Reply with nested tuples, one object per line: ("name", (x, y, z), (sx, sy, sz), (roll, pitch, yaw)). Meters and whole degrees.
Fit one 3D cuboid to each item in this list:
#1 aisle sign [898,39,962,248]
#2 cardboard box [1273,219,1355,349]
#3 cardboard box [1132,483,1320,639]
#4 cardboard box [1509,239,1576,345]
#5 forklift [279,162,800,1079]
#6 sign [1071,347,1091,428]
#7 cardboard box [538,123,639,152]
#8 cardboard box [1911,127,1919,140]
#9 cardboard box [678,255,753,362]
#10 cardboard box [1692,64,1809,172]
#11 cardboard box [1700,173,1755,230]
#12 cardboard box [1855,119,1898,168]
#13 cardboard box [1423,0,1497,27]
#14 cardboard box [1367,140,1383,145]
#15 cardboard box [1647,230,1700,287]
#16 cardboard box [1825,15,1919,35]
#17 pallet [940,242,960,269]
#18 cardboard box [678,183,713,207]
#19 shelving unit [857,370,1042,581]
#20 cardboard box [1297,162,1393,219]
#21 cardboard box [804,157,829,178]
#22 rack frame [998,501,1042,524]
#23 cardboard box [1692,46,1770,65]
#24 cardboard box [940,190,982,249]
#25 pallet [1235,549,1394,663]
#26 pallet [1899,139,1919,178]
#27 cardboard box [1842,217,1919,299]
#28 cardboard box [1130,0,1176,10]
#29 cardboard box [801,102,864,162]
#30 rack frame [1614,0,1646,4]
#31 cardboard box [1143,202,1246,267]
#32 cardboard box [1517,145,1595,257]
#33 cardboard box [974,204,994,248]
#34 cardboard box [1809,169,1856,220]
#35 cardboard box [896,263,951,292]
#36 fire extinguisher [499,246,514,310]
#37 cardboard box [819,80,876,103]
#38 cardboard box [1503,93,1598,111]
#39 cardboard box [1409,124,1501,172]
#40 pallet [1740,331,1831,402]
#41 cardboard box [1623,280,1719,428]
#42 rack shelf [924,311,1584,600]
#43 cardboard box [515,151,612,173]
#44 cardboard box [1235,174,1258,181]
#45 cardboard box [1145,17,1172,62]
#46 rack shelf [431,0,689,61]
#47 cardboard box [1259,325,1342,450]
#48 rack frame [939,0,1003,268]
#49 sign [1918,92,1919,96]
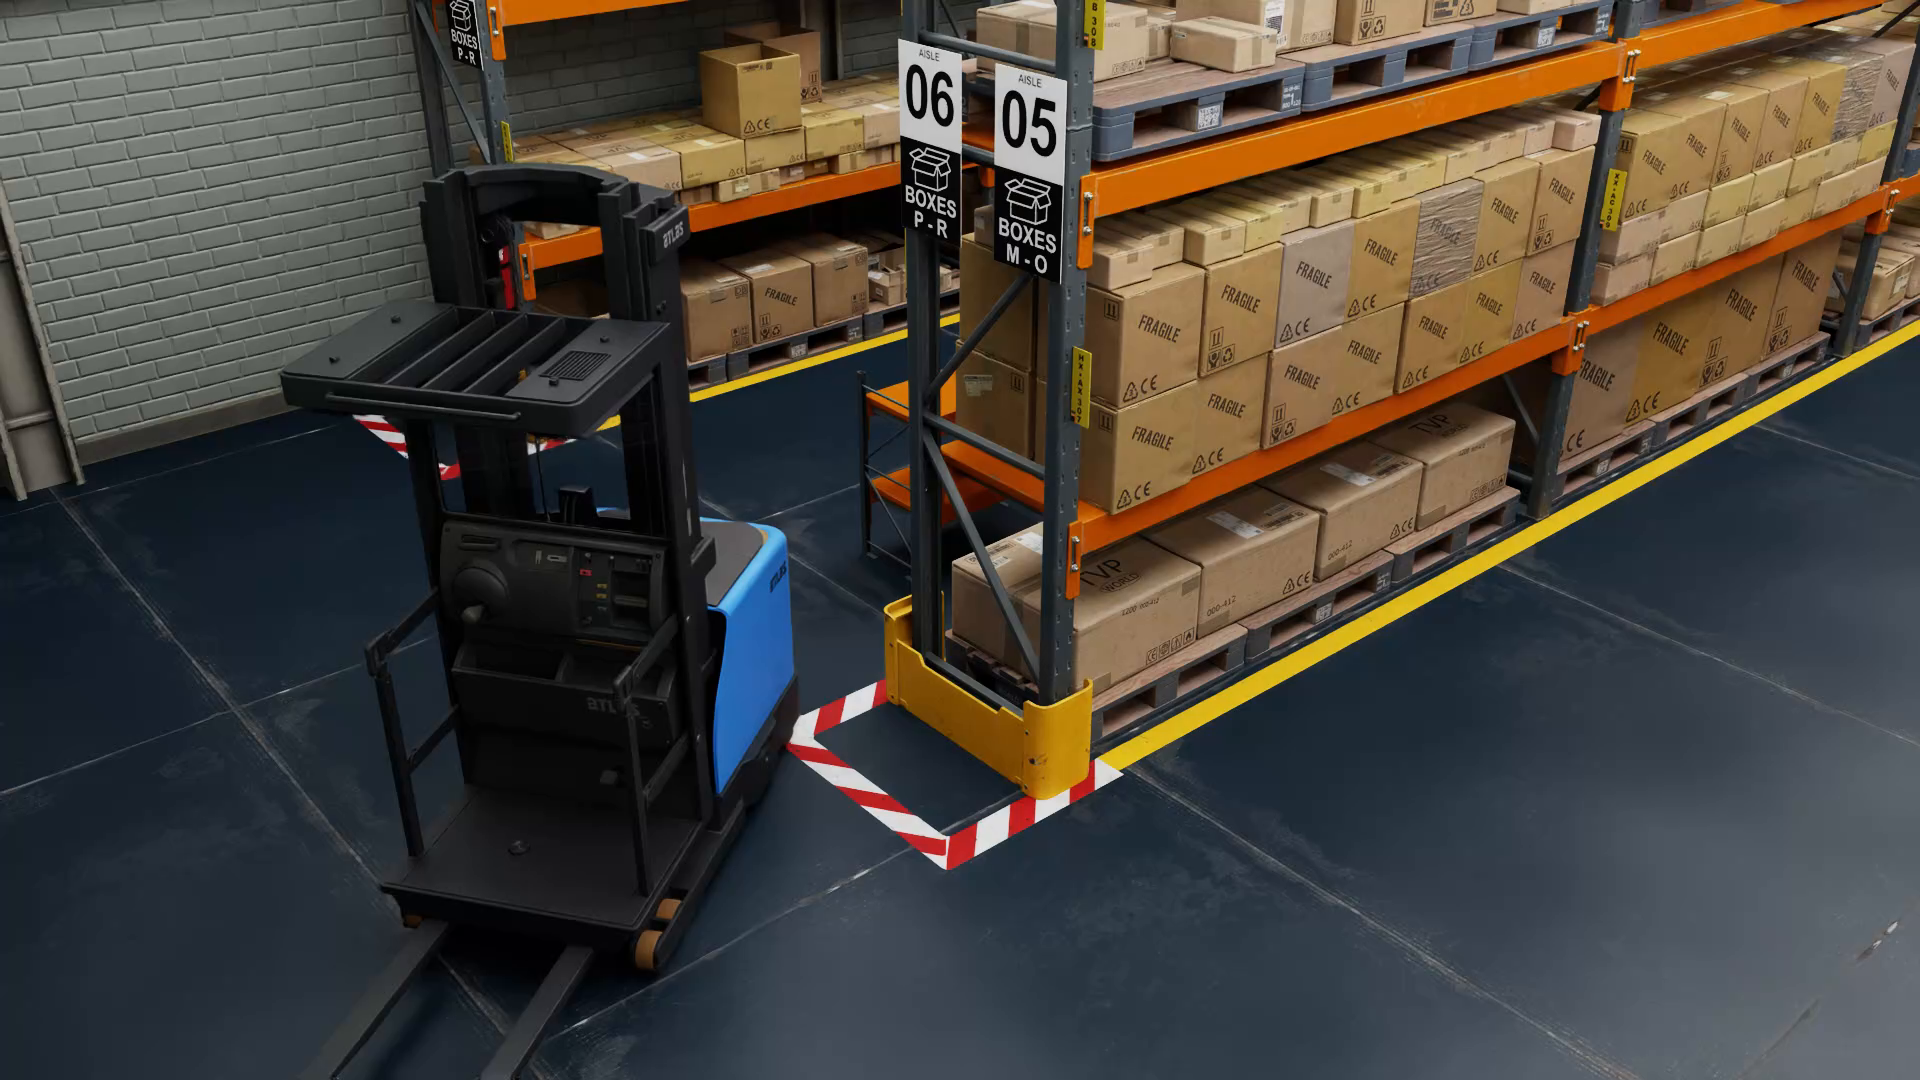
("aisle sign", (-0.123, -1.635, 6.869), (0.004, 0.787, 0.394), (-22, 35, -35))
("cardboard box", (1.458, -1.250, 7.740), (0.500, 0.500, 0.500), (-22, 35, -35))
("cardboard box", (1.261, 0.025, 8.794), (0.875, 0.438, 0.875), (-21, 34, -34))
("cardboard box", (2.989, -1.434, 9.144), (0.500, 0.500, 0.500), (-22, 35, -34))
("forklift", (-1.628, 0.211, 6.246), (1.130, 2.935, 3.031), (7, 29, 12))
("sign", (0.488, -0.615, 6.716), (0.005, 0.325, 0.100), (-22, 35, -35))
("cardboard box", (-2.521, -2.636, 11.344), (0.500, 0.250, 0.500), (-22, 35, -35))
("cardboard box", (6.824, -3.028, 12.055), (0.250, 0.149, 0.380), (-24, 37, -38))
("cardboard box", (-1.889, -1.662, 11.883), (0.500, 0.500, 0.700), (-20, 34, -33))
("cardboard box", (4.839, -2.618, 10.300), (0.500, 0.500, 0.500), (-23, 35, -36))
("cardboard box", (4.473, -2.125, 10.173), (0.500, 0.250, 0.500), (-21, 35, -34))
("cardboard box", (6.015, -2.762, 11.364), (0.500, 0.250, 0.500), (-22, 35, -35))
("cardboard box", (2.171, -2.797, 7.957), (0.637, 0.503, 0.797), (-19, 33, -31))
("cardboard box", (1.966, -2.088, 8.620), (0.250, 0.149, 0.380), (-23, 36, -36))
("cardboard box", (4.075, -1.756, 10.012), (0.500, 0.250, 0.500), (-23, 36, -36))
("cardboard box", (6.770, -3.608, 12.452), (0.500, 0.500, 0.500), (-23, 35, -36))
("pallet", (0.546, -2.434, 14.081), (1.213, 0.211, 1.003), (-22, 35, -35))
("cardboard box", (-1.892, -2.395, 11.316), (0.250, 0.149, 0.380), (-21, 35, -34))
("shelving unit", (-0.005, -0.494, 9.481), (1.048, 1.125, 0.538), (-22, 35, -35))
("cardboard box", (1.790, -1.639, 7.780), (0.250, 0.149, 0.380), (-23, 36, -36))
("cardboard box", (-1.156, -2.730, 11.942), (0.250, 0.149, 0.380), (-21, 35, -34))
("rack frame", (0.382, -0.650, 9.772), (0.032, 1.125, 0.500), (-22, 35, -35))
("cardboard box", (4.910, -2.961, 10.941), (0.500, 0.500, 0.500), (-21, 34, -34))
("cardboard box", (0.133, -2.741, 13.903), (0.500, 0.500, 0.500), (-22, 35, -35))
("pallet", (1.618, 0.187, 9.177), (1.213, 0.211, 1.003), (-22, 35, -35))
("pallet", (6.692, -3.018, 12.419), (1.003, 0.211, 1.213), (-22, 35, -35))
("cardboard box", (7.211, -2.271, 13.159), (0.625, 0.372, 0.950), (-23, 36, -36))
("cardboard box", (1.873, -4.290, 14.041), (0.637, 0.503, 0.797), (-23, 36, -36))
("cardboard box", (-1.037, -2.917, 11.870), (0.500, 0.250, 0.500), (-22, 35, -35))
("rack frame", (3.176, -4.269, 8.191), (0.127, 3.000, 1.000), (-22, 35, -35))
("cardboard box", (1.008, -1.324, 7.190), (0.250, 0.149, 0.380), (-21, 34, -33))
("cardboard box", (2.996, -1.865, 8.890), (0.500, 0.500, 0.500), (-22, 35, -35))
("cardboard box", (0.276, -1.352, 7.243), (0.250, 0.149, 0.380), (-21, 35, -34))
("cardboard box", (5.624, -2.371, 11.163), (0.500, 0.250, 0.500), (-21, 35, -34))
("cardboard box", (-0.282, -2.054, 12.990), (0.250, 0.149, 0.380), (-23, 36, -36))
("fire extinguisher", (-2.904, -1.769, 10.355), (0.183, 0.674, 0.296), (-22, 35, -35))
("cardboard box", (-0.978, -3.256, 12.504), (0.500, 0.250, 0.500), (-22, 35, -35))
("cardboard box", (3.353, -2.335, 9.770), (0.500, 0.500, 0.500), (-21, 34, -33))
("cardboard box", (2.500, -1.988, 8.431), (0.250, 0.149, 0.380), (-22, 35, -35))
("pallet", (5.570, -1.403, 12.151), (1.213, 0.211, 1.003), (-22, 35, -35))
("cardboard box", (4.278, -1.369, 10.937), (0.875, 0.875, 0.875), (-21, 34, -34))
("rack shelf", (1.654, -0.694, 8.629), (4.000, 0.370, 1.077), (-22, 35, -35))
("cardboard box", (-2.572, -2.285, 10.687), (0.500, 0.250, 0.500), (-22, 35, -35))
("cardboard box", (1.211, -1.762, 8.010), (0.250, 0.149, 0.380), (-21, 35, -34))
("cardboard box", (0.684, -2.168, 7.156), (0.250, 0.149, 0.380), (-25, 37, -39))
("rack shelf", (-1.570, -3.796, 11.251), (4.000, 0.370, 1.077), (-22, 35, -35))
("cardboard box", (1.450, -0.801, 7.961), (0.500, 0.500, 0.500), (-22, 35, -35))
("rack frame", (-0.049, -3.402, 12.933), (0.127, 3.000, 1.000), (-22, 35, -35))
("sign", (6.582, -3.159, 11.251), (0.005, 0.325, 0.100), (-22, 35, -35))
